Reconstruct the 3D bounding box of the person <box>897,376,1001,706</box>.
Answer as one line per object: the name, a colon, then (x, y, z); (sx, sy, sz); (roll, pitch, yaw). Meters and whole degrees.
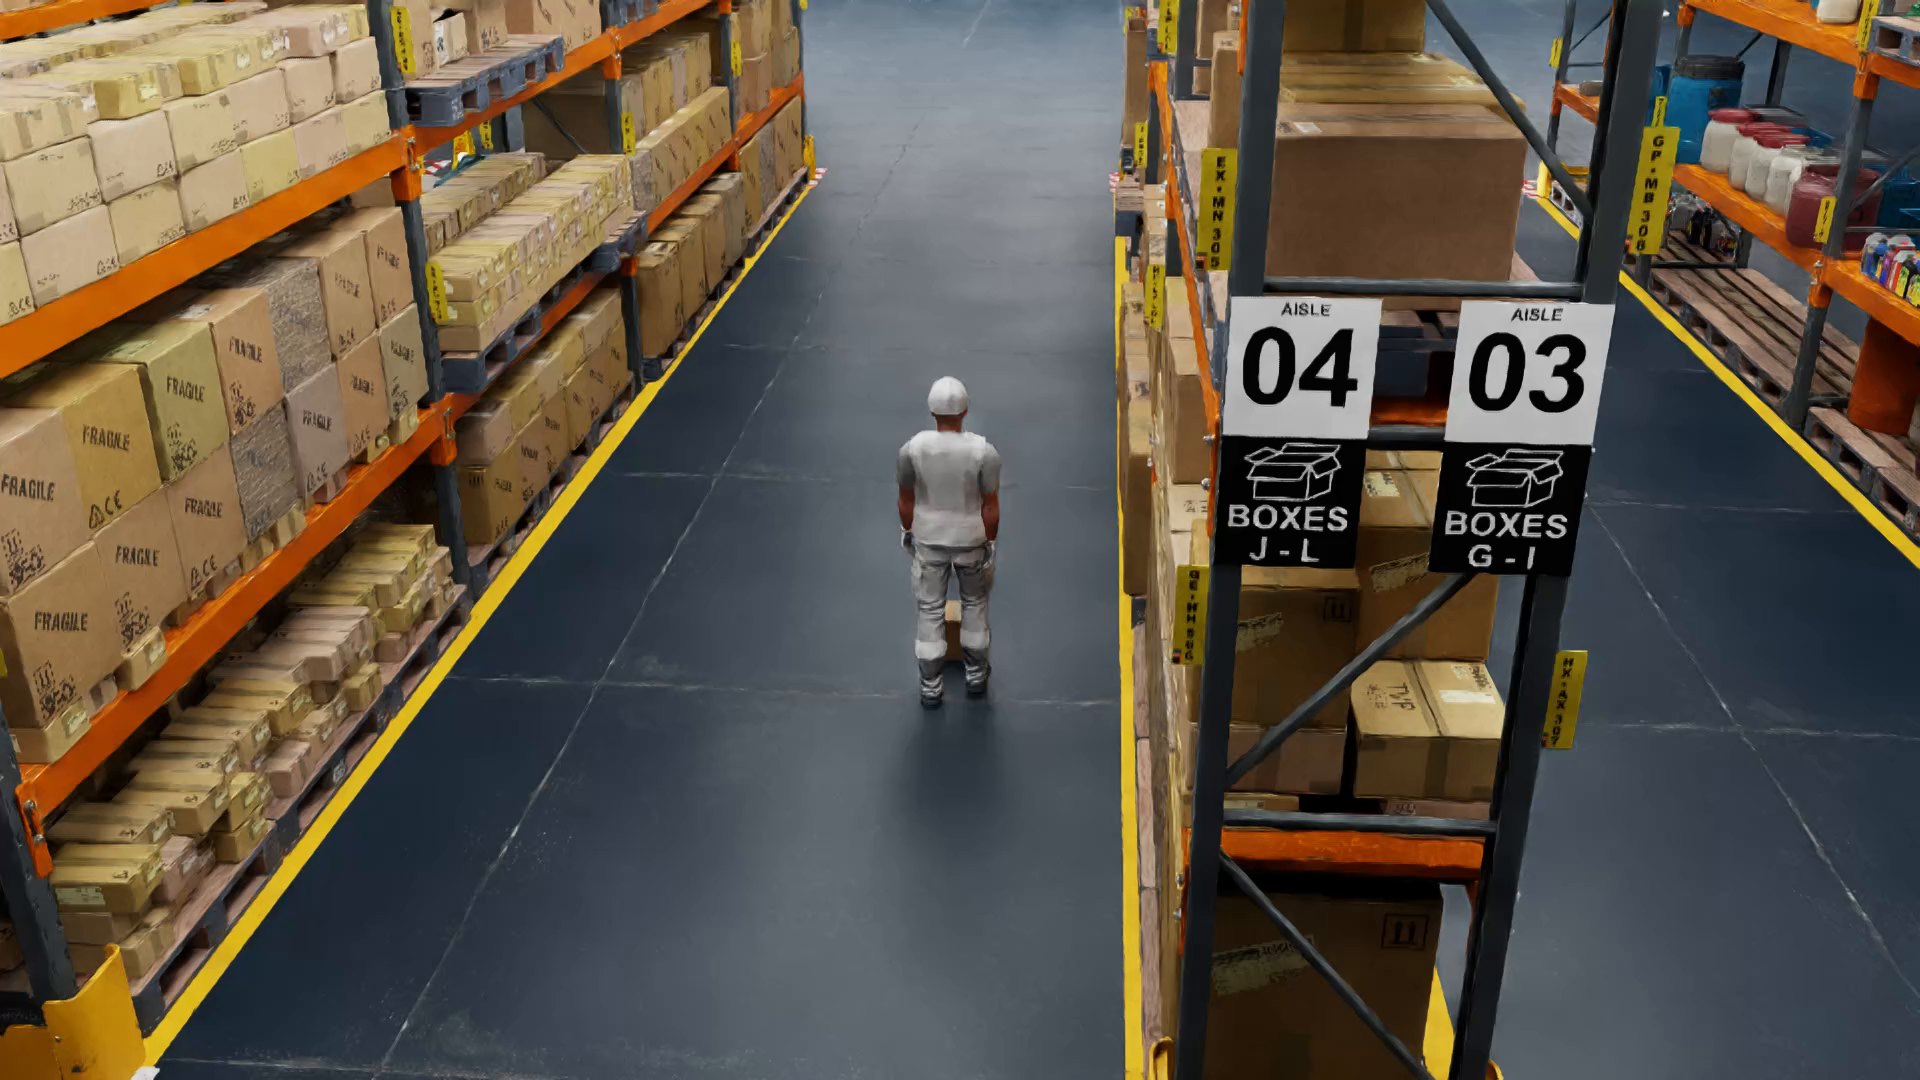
person: (-0.051, -0.014, 8.625); (0.528, 1.788, 0.469); (2, 24, 5)
